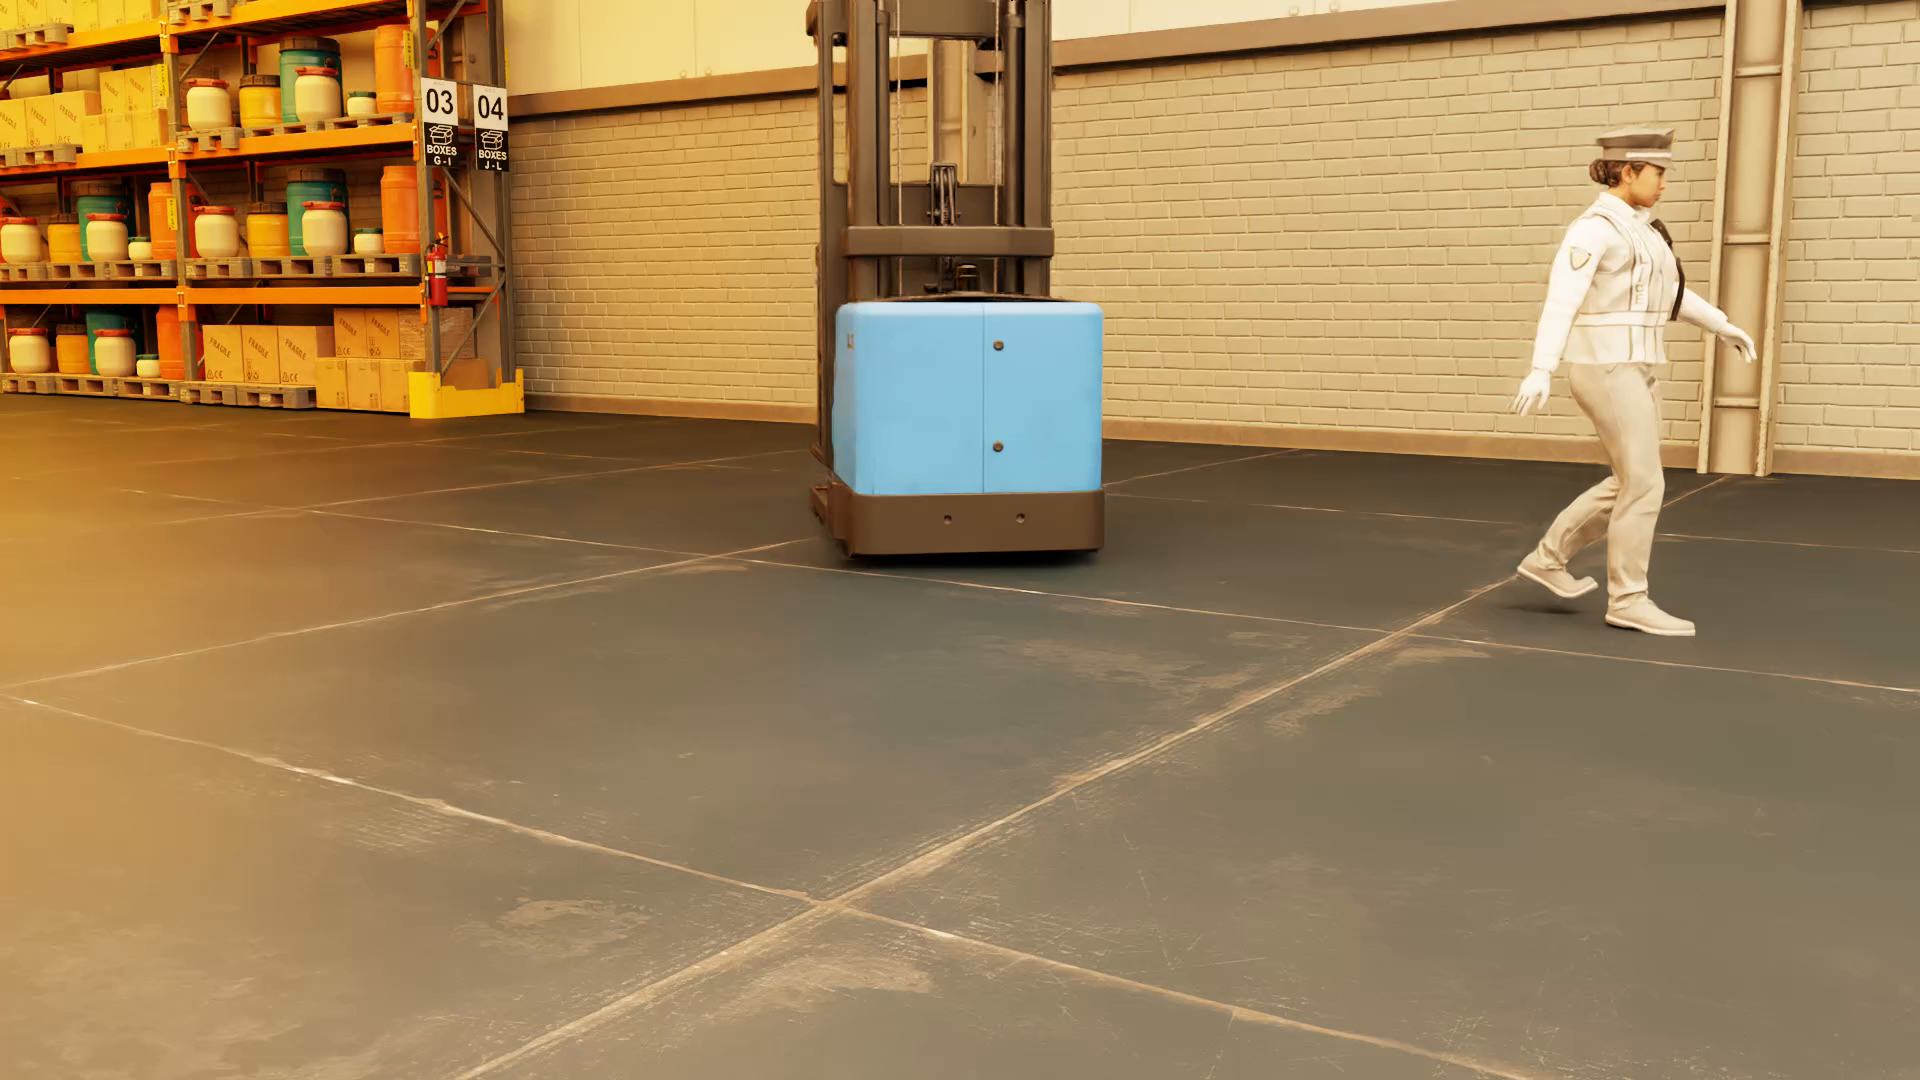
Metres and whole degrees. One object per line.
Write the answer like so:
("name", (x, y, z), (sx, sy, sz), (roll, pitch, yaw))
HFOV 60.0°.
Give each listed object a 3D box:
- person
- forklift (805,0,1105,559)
("person", (2.188, -0.531, 5.529), (0.686, 1.651, 0.823), (6, 10, 37))
("forklift", (-0.158, -1.540, 8.023), (1.130, 2.935, 3.031), (-1, 8, -10))
